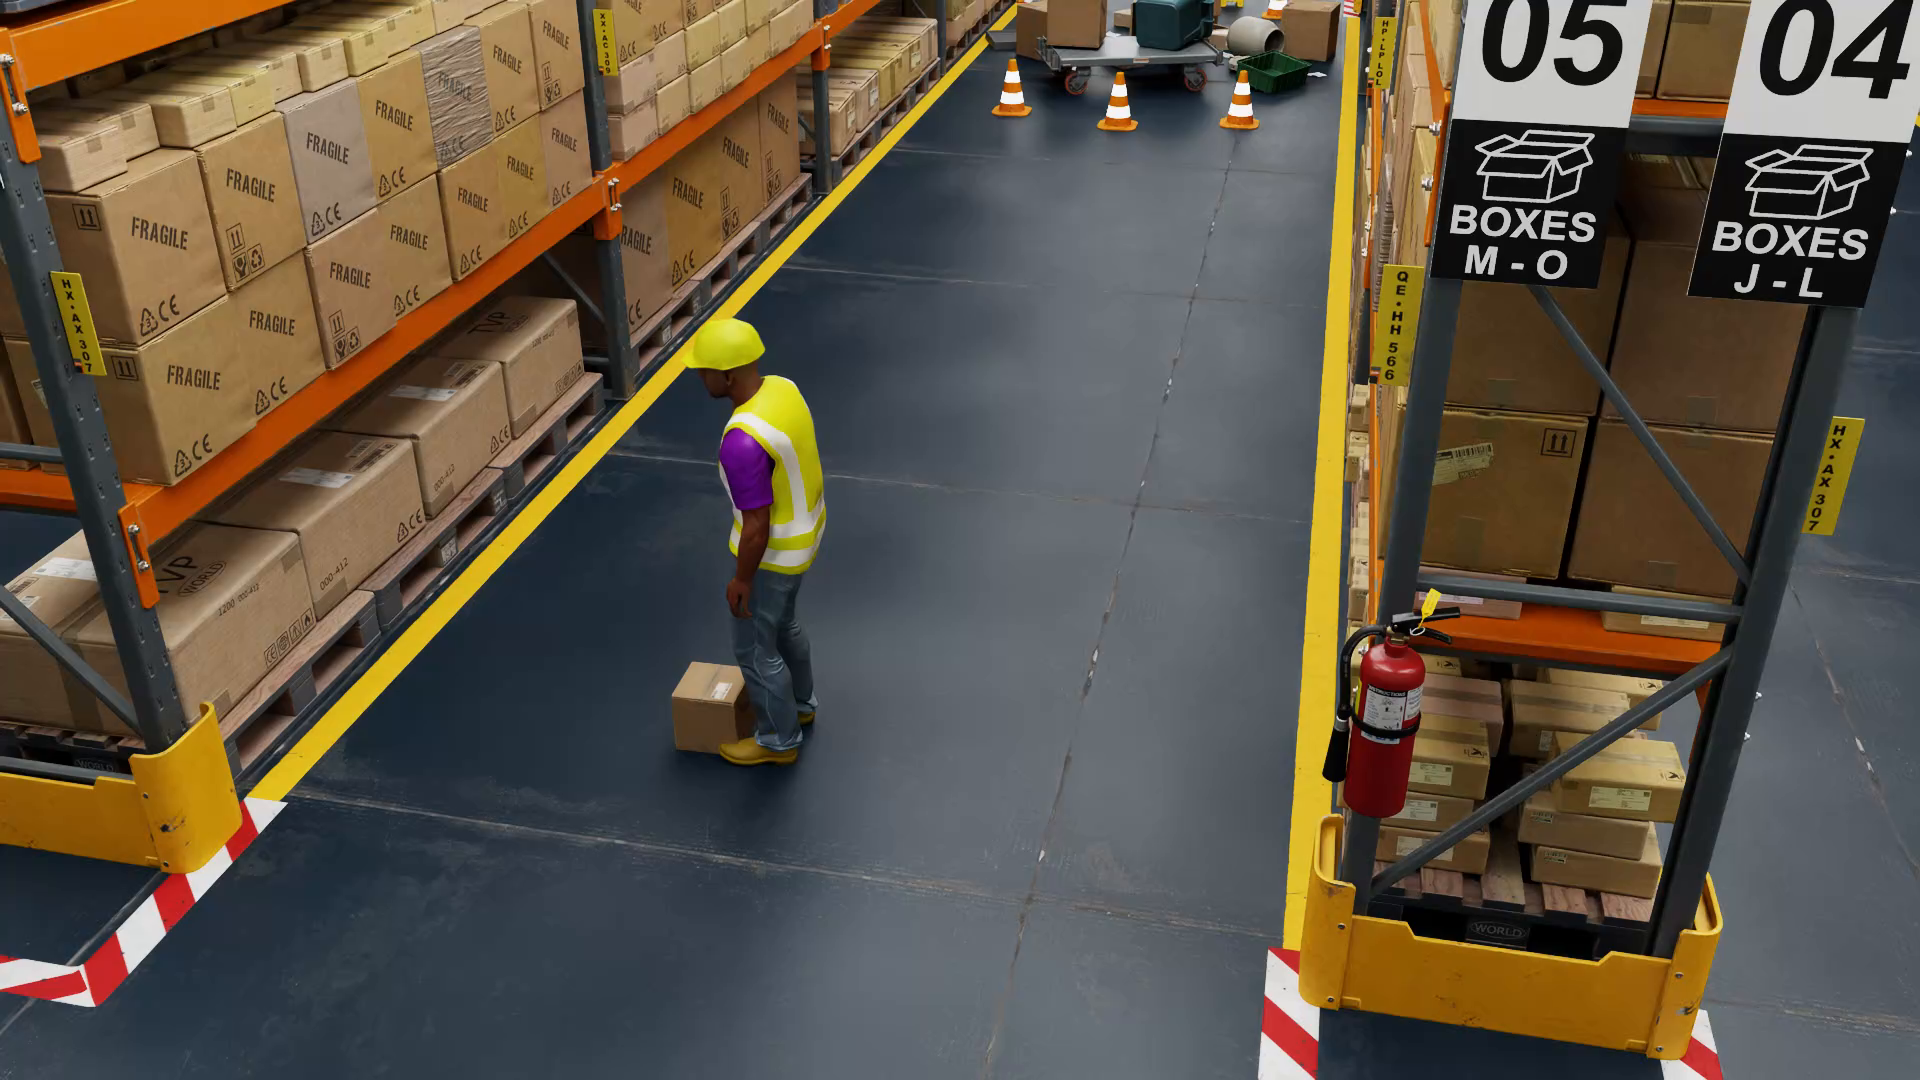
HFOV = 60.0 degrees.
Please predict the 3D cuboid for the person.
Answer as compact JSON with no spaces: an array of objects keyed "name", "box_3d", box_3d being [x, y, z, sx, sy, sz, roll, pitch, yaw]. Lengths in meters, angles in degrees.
[{"name":"person","box_3d":[-0.726,0.016,6.081,0.462,1.755,0.622,5,29,9]}]
